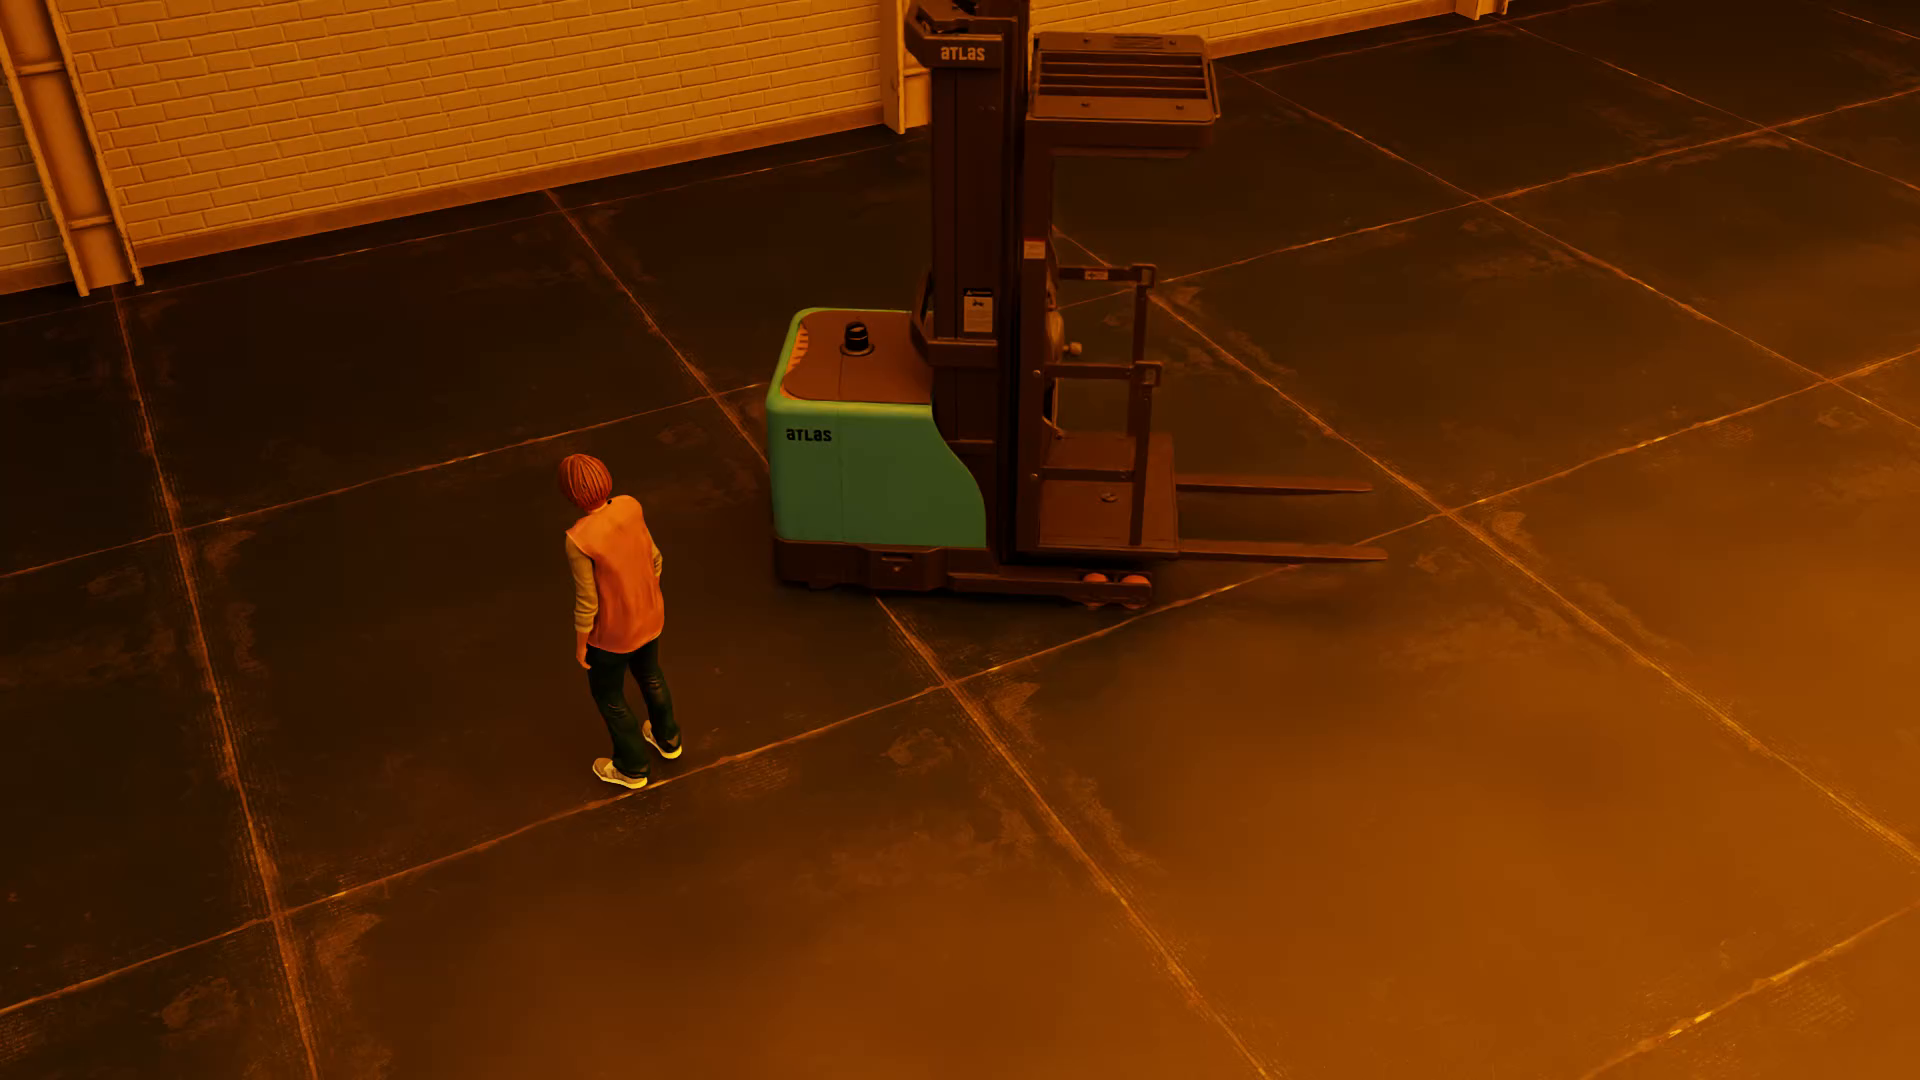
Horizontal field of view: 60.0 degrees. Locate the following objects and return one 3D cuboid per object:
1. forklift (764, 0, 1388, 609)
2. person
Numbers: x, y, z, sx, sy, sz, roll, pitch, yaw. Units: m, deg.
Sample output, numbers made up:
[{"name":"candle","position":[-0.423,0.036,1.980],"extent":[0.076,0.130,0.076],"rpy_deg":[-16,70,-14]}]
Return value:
[{"name":"forklift","position":[0.612,-1.178,7.789],"extent":[3.031,2.935,1.130],"rpy_deg":[2,35,3]},{"name":"person","position":[-1.390,0.346,6.796],"extent":[0.349,1.590,0.468],"rpy_deg":[23,41,29]}]
